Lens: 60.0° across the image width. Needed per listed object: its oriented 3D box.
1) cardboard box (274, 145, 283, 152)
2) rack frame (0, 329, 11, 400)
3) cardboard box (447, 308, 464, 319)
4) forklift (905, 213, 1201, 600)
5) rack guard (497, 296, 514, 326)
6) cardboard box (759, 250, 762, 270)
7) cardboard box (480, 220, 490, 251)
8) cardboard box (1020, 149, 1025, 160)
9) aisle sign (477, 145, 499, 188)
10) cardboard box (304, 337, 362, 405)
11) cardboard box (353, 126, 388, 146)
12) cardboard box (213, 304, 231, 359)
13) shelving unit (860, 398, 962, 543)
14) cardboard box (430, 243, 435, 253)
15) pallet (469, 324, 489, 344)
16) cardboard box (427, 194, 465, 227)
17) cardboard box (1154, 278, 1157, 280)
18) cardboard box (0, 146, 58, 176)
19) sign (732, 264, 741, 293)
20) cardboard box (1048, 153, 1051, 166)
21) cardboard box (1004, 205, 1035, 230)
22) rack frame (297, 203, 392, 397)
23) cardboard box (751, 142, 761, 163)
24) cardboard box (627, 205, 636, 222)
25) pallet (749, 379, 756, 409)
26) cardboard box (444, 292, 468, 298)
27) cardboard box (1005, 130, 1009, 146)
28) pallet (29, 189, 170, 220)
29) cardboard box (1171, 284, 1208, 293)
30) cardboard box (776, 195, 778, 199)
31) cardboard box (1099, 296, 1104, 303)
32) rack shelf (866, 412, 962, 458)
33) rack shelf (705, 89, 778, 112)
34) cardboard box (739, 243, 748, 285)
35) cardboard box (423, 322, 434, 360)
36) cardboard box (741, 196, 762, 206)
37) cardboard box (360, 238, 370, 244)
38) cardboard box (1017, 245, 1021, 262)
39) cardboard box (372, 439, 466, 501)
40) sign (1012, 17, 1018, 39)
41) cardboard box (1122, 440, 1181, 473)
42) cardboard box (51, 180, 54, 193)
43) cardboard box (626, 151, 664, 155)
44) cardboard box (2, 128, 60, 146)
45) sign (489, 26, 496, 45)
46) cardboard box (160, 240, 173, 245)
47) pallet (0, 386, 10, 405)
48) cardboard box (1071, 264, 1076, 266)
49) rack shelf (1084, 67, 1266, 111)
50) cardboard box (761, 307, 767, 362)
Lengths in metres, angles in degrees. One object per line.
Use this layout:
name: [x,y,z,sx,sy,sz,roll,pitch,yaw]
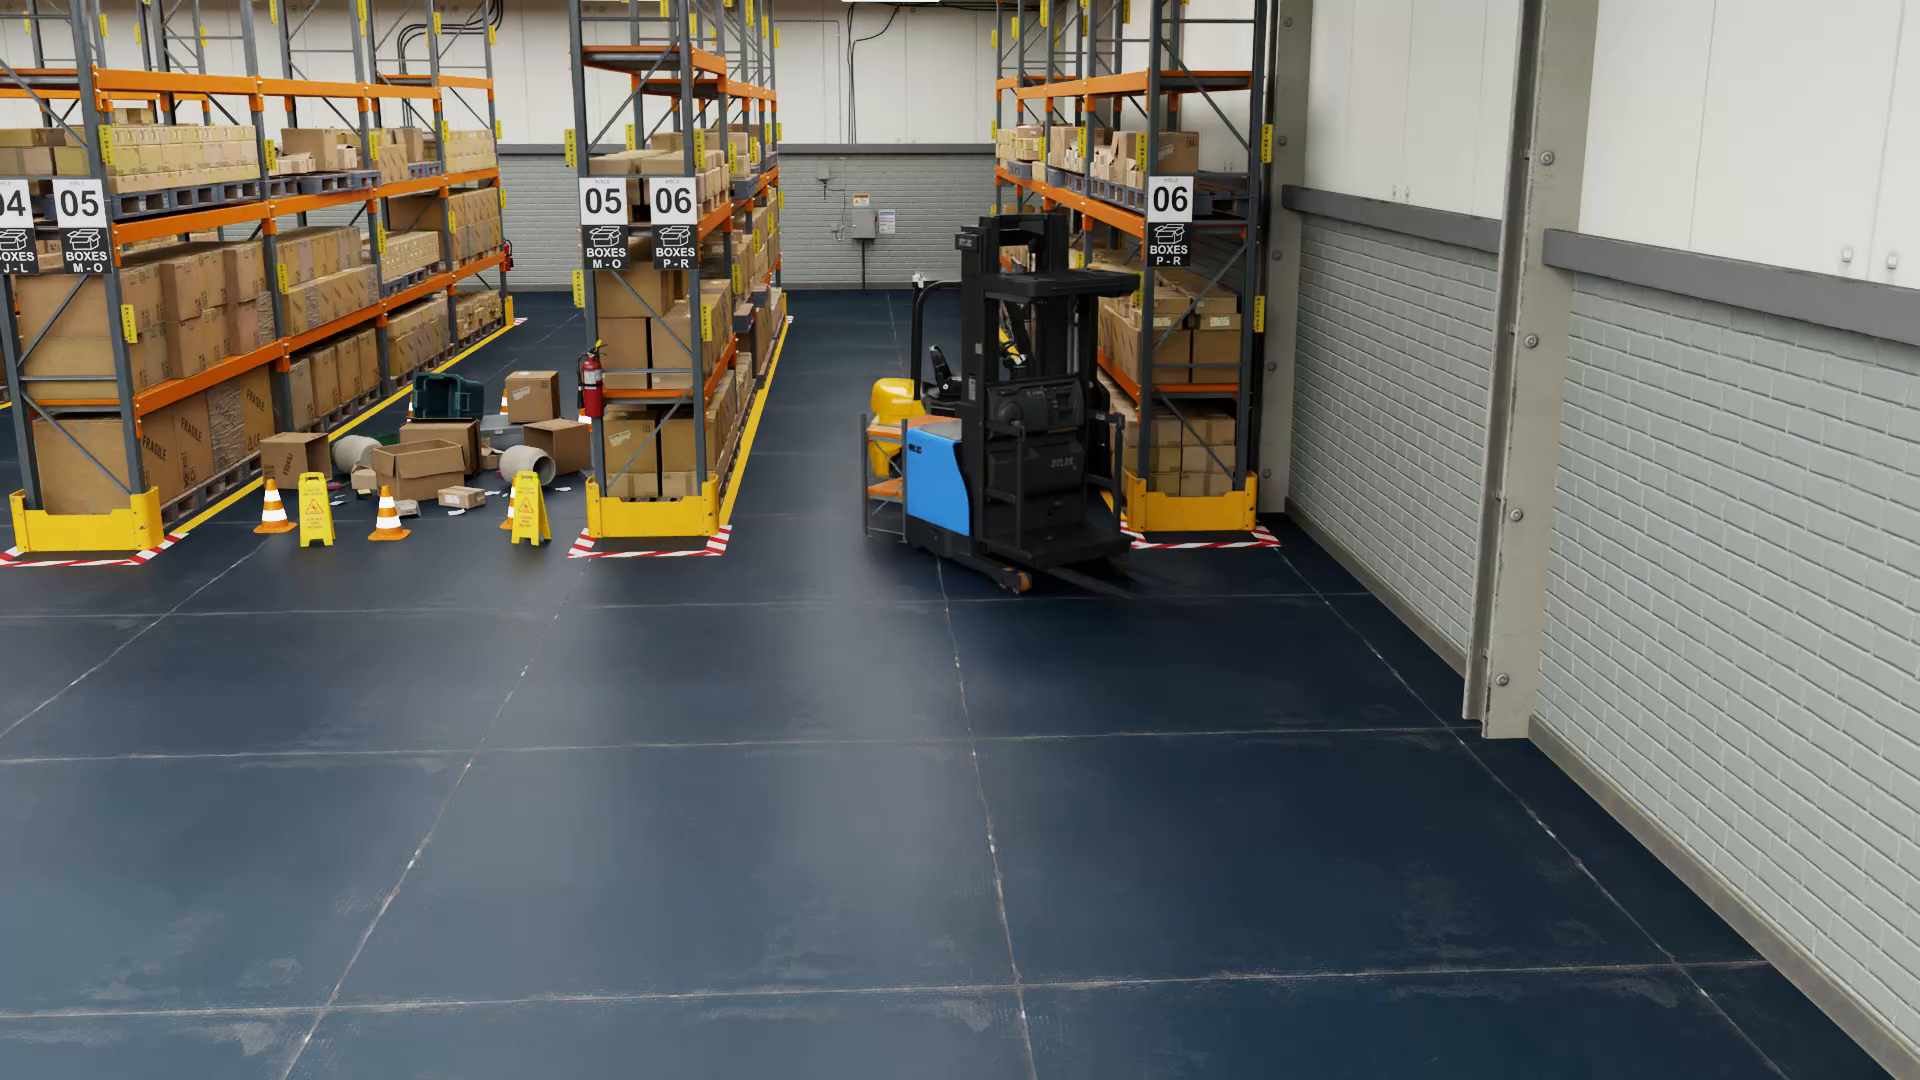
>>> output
cardboard box: [-8.346,-4.620,20.078,0.500,0.311,0.500,-1,14,-4]
rack frame: [-13.190,-3.343,21.999,1.000,3.000,0.127,-1,14,-3]
cardboard box: [-8.254,-3.658,26.909,0.380,0.149,0.250,0,14,-1]
forklift: [0.744,-1.124,13.513,1.130,2.935,3.031,-9,17,-32]
rack guard: [-8.725,-4.154,30.169,1.175,0.500,0.348,-1,14,-3]
cardboard box: [-3.134,-4.048,24.036,0.500,0.250,0.500,-1,14,-4]
cardboard box: [-8.377,-5.214,28.475,0.500,0.500,0.500,-1,14,-3]
cardboard box: [1.101,-5.753,24.808,0.380,0.149,0.250,-1,14,-2]
aisle sign: [-8.434,-6.666,29.696,0.394,0.787,0.004,-1,14,-3]
cardboard box: [-8.228,-2.138,20.988,1.050,0.750,0.750,-1,14,-3]
cardboard box: [-8.016,-5.499,22.623,0.396,0.266,0.258,-1,14,-3]
cardboard box: [-7.978,-2.108,16.898,0.875,0.550,0.550,-1,14,-3]
shelving unit: [-0.393,-0.659,15.329,0.538,1.125,1.048,10,17,33]
cardboard box: [-8.242,-4.453,25.380,0.380,0.149,0.250,-1,14,-3]
pallet: [-8.637,-3.509,28.242,1.003,0.211,1.213,-1,14,-3]
cardboard box: [-8.314,-5.310,26.842,0.500,0.500,0.500,-1,14,-5]
cardboard box: [1.818,-2.620,17.092,0.380,0.149,0.250,-1,14,-3]
cardboard box: [-8.047,-3.298,14.465,0.500,0.250,0.500,-1,14,-3]
sign: [-2.511,-2.931,18.659,0.100,0.325,0.005,-1,14,-3]
cardboard box: [1.373,-5.073,22.130,0.380,0.166,0.250,-1,14,-4]
cardboard box: [1.011,-5.507,28.611,0.500,0.500,0.500,-1,14,-2]
rack frame: [-8.234,-3.394,22.199,1.000,3.000,0.127,-1,14,-3]
cardboard box: [-3.283,-5.888,25.205,0.500,0.311,0.500,-1,14,-3]
cardboard box: [-3.105,-2.922,14.846,0.380,0.149,0.250,-1,14,-3]
pallet: [-3.252,-1.951,22.185,1.003,0.211,1.213,-1,14,-3]
cardboard box: [-8.899,-4.292,29.374,0.380,0.149,0.250,-1,14,-2]
cardboard box: [1.035,-6.837,28.259,0.500,0.250,0.500,0,14,-2]
pallet: [-7.794,-2.999,14.820,1.003,0.211,1.213,-1,14,-3]
cardboard box: [2.288,-2.435,16.372,0.380,0.149,0.250,0,14,-2]
cardboard box: [-3.528,-5.902,29.737,0.500,0.500,0.500,0,14,-2]
cardboard box: [1.677,-2.601,17.614,0.380,0.149,0.250,-1,14,-4]
rack shelf: [-0.393,-0.942,15.256,0.538,0.278,1.000,10,17,33]
rack shelf: [-3.671,-7.351,27.785,1.077,0.370,4.000,-1,14,-3]
cardboard box: [-2.886,-3.393,20.554,0.500,0.500,0.500,-1,15,-6]
cardboard box: [-8.125,-2.946,24.632,0.500,0.500,0.500,-1,14,-5]
cardboard box: [-3.308,-5.420,26.563,0.380,0.149,0.250,-1,14,-4]
cardboard box: [-8.835,-4.332,24.312,0.380,0.149,0.250,0,14,-1]
cardboard box: [1.245,-4.567,25.715,0.700,0.500,0.500,-1,14,-3]
cardboard box: [-5.439,-0.695,16.717,0.797,0.503,0.637,-13,20,-42]
sign: [0.864,-7.960,25.873,0.100,0.325,0.005,-1,14,-3]
cardboard box: [1.808,-0.814,15.842,0.500,0.250,0.500,-1,14,-4]
cardboard box: [-8.112,-3.128,14.603,0.380,0.149,0.250,-1,14,-3]
cardboard box: [-3.305,-4.005,17.456,0.380,0.149,0.250,-1,14,-5]
cardboard box: [-8.112,-3.514,14.506,0.380,0.149,0.250,-1,14,-3]
sign: [-8.174,-8.822,29.061,0.100,0.325,0.005,-1,14,-3]
cardboard box: [-13.269,-4.782,27.298,0.500,0.250,0.500,-1,14,-2]
pallet: [-13.143,-1.798,21.591,1.003,0.211,1.213,-1,14,-3]
cardboard box: [1.561,-3.278,20.243,0.380,0.149,0.250,-1,14,-5]
rack shelf: [2.026,-4.444,16.487,1.077,0.370,4.000,-1,14,-3]
cardboard box: [-3.310,-3.065,24.341,0.875,0.875,0.875,-1,14,-3]
